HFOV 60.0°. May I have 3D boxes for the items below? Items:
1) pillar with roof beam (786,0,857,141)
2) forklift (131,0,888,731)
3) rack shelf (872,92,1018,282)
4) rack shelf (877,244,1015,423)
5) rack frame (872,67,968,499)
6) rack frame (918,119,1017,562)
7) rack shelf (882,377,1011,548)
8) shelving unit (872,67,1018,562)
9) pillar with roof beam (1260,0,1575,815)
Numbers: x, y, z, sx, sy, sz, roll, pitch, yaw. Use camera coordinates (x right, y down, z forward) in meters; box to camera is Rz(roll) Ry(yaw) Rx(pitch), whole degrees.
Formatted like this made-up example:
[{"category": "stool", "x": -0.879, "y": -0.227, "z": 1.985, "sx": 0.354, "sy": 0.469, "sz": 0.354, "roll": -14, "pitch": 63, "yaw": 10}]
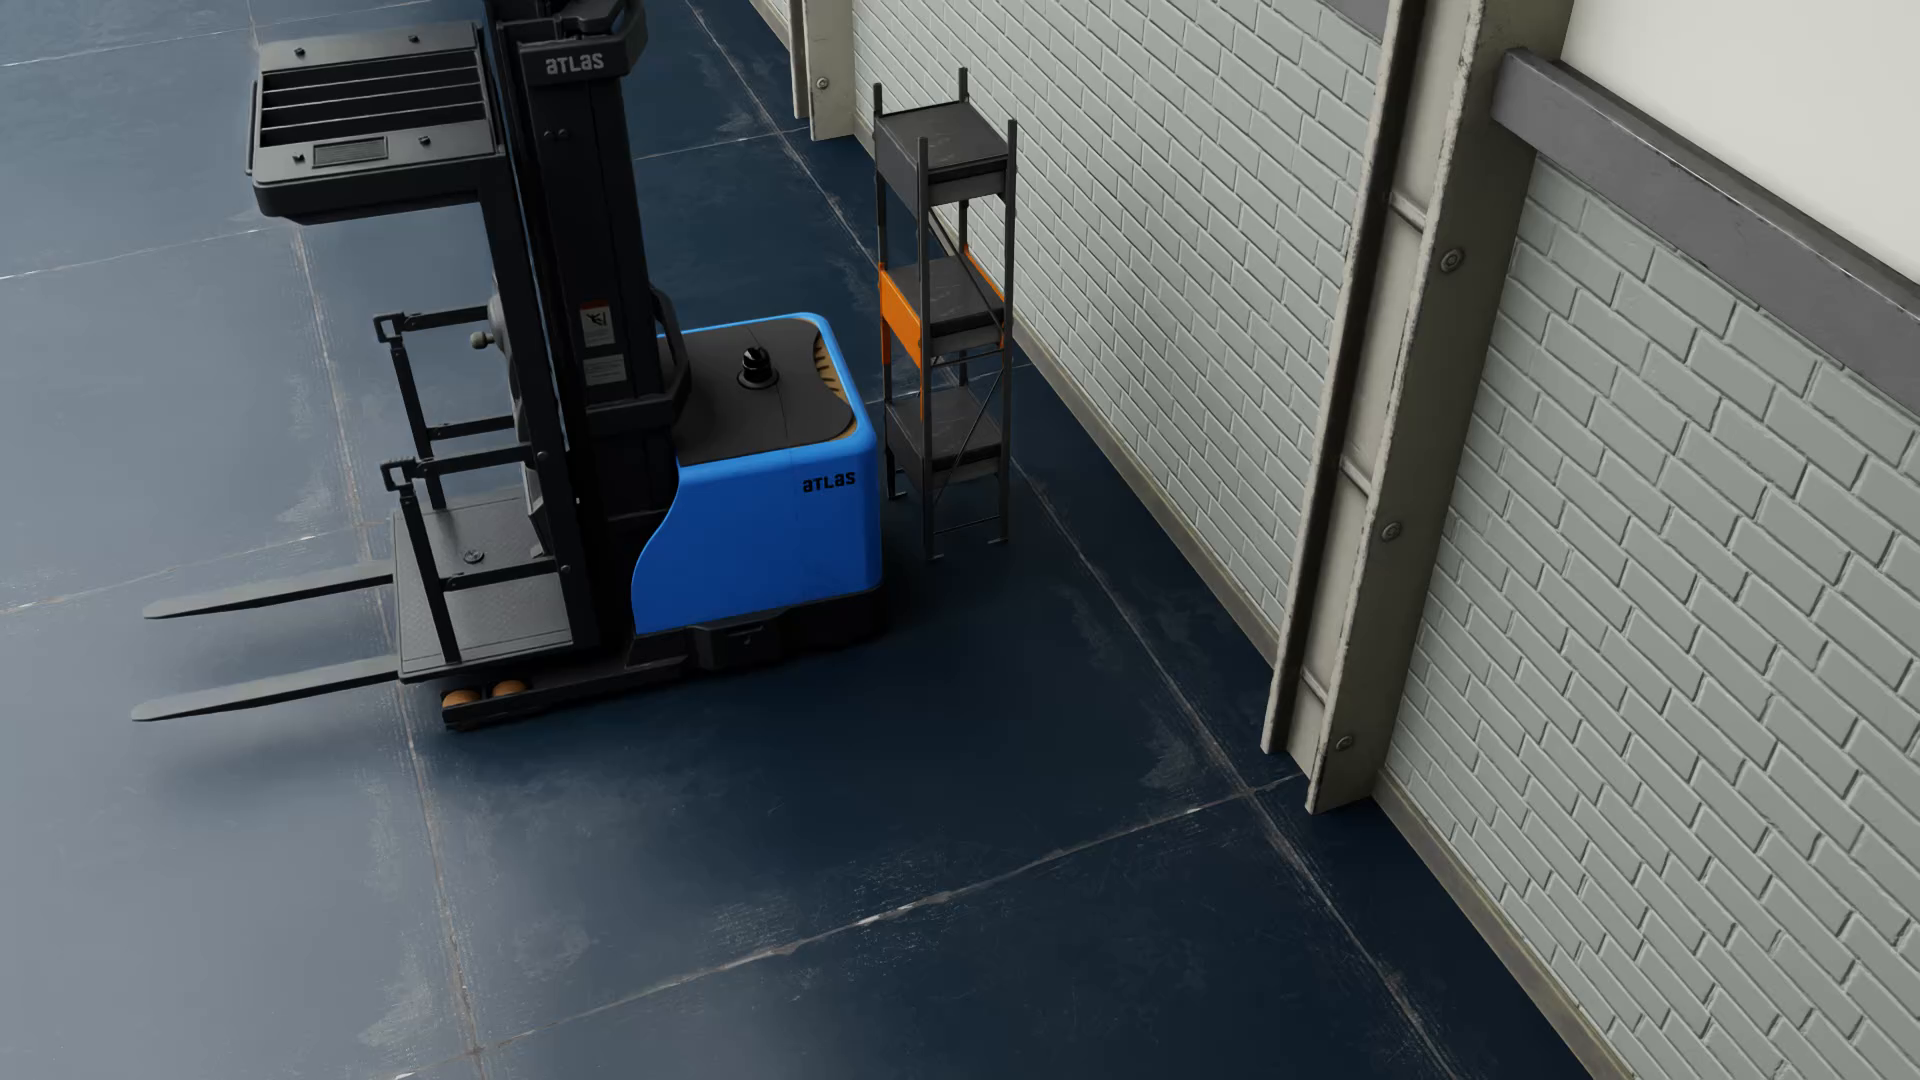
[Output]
[{"category": "pillar with roof beam", "x": -4.847, "y": -5.045, "z": 6.633, "sx": 9.100, "sy": 9.000, "sz": 0.400, "roll": -15, "pitch": 43, "yaw": -17}, {"category": "forklift", "x": -1.888, "y": -0.725, "z": 6.264, "sx": 3.031, "sy": 2.935, "sz": 1.130, "roll": -11, "pitch": 42, "yaw": -12}, {"category": "rack shelf", "x": -0.063, "y": -1.416, "z": 6.652, "sx": 0.431, "sy": 0.518, "sz": 0.480, "roll": -15, "pitch": 43, "yaw": -17}, {"category": "rack shelf", "x": -0.063, "y": -0.885, "z": 7.109, "sx": 0.431, "sy": 0.518, "sz": 0.480, "roll": -15, "pitch": 43, "yaw": -17}, {"category": "rack frame", "x": -0.157, "y": -1.043, "z": 7.271, "sx": 0.400, "sy": 2.100, "sz": 0.015, "roll": -15, "pitch": 43, "yaw": -17}, {"category": "rack frame", "x": 0.030, "y": -0.749, "z": 6.929, "sx": 0.400, "sy": 2.100, "sz": 0.015, "roll": -15, "pitch": 43, "yaw": -17}, {"category": "rack shelf", "x": -0.063, "y": -0.355, "z": 7.565, "sx": 0.431, "sy": 0.518, "sz": 0.480, "roll": -15, "pitch": 43, "yaw": -17}, {"category": "shelving unit", "x": -0.063, "y": -0.896, "z": 7.100, "sx": 0.431, "sy": 2.100, "sz": 0.503, "roll": -15, "pitch": 43, "yaw": -17}, {"category": "pillar with roof beam", "x": -2.552, "y": -1.430, "z": 2.430, "sx": 9.100, "sy": 9.000, "sz": 0.400, "roll": -15, "pitch": 43, "yaw": -17}]
